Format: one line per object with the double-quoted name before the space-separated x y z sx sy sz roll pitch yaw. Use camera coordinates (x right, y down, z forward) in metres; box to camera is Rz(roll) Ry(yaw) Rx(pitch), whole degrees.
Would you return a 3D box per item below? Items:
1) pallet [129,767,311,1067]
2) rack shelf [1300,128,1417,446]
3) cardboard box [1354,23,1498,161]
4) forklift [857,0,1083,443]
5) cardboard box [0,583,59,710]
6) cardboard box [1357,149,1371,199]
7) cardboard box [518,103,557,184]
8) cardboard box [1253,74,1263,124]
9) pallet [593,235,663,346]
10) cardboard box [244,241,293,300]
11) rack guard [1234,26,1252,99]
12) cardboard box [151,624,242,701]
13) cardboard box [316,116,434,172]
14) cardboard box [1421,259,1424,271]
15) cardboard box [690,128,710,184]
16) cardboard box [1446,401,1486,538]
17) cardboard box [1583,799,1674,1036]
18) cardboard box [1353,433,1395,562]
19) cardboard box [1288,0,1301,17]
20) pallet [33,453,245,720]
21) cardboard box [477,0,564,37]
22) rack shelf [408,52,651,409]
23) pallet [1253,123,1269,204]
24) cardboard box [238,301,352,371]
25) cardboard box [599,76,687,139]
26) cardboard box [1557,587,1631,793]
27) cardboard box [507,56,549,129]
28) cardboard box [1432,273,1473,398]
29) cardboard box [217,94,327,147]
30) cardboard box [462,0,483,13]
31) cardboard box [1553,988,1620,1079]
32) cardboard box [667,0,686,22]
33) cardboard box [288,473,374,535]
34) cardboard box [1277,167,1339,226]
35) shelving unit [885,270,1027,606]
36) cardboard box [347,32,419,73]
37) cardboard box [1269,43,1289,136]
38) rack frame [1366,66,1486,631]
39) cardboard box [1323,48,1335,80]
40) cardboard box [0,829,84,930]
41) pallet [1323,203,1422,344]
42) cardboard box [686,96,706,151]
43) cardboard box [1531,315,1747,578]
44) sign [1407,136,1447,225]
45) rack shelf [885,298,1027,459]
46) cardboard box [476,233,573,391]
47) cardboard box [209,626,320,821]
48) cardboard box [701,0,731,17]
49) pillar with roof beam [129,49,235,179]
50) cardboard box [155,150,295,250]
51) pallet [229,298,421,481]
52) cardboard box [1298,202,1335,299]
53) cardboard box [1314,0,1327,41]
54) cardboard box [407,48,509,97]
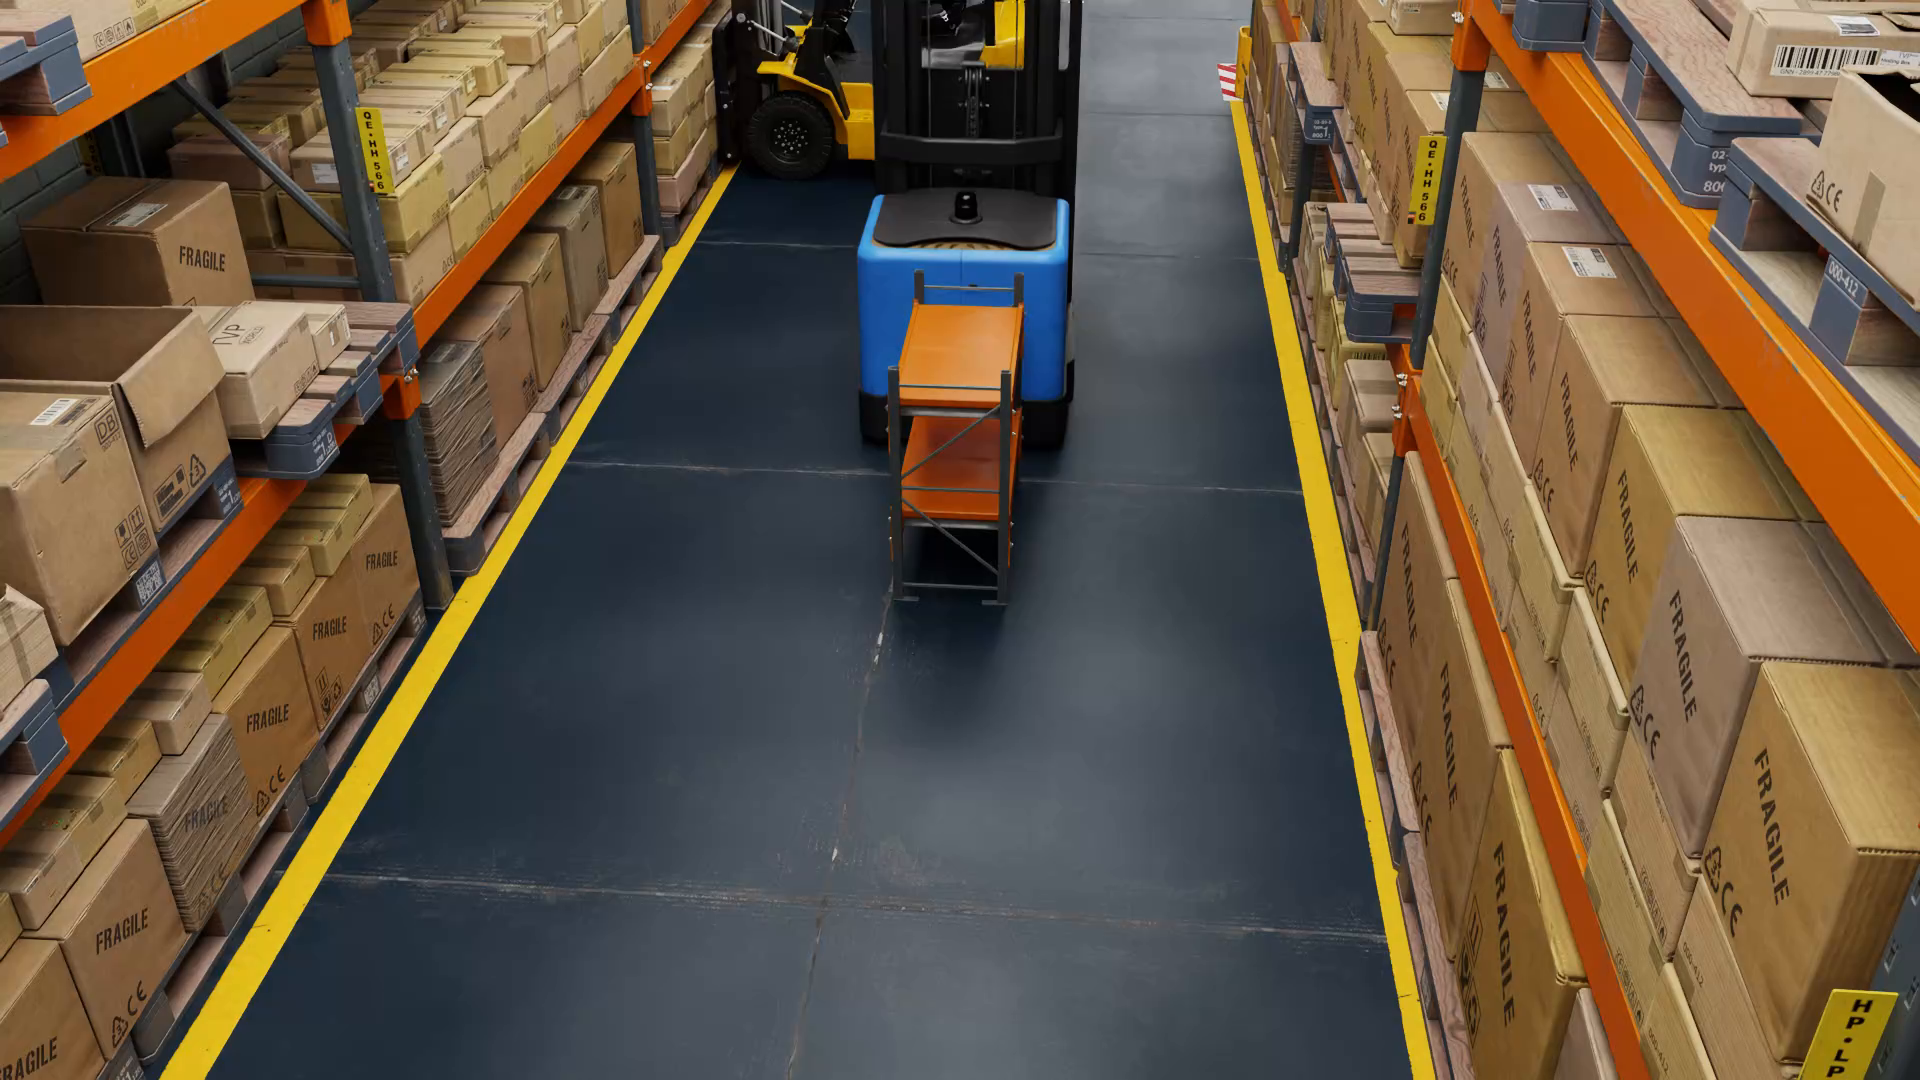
"pallet" -2.935 1.197 5.607 1.003 0.211 1.213 2 32 4
"rack shelf" 2.376 -1.545 8.084 1.077 0.370 4.000 2 32 4
"cardboard box" 2.044 -1.938 7.256 0.500 0.500 0.500 0 32 1
"forklift" 0.102 -2.481 8.982 1.130 2.935 3.031 2 32 3
"cardboard box" -2.564 0.244 4.222 0.396 0.266 0.258 4 32 6
"cardboard box" 1.968 -1.612 7.345 0.380 0.149 0.250 3 32 5
"cardboard box" -2.330 -1.977 8.242 0.500 0.250 0.500 3 32 6
"cardboard box" 2.474 -3.320 12.499 0.500 0.250 0.500 4 32 6
"pallet" -2.430 -1.533 10.037 1.003 0.211 1.213 2 32 4
"cardboard box" -2.952 -1.198 6.977 0.500 0.250 0.500 2 32 3
"rack guard" 2.859 -3.885 13.577 1.175 0.500 0.348 2 32 4
"cardboard box" -2.665 0.409 5.591 0.380 0.149 0.250 2 32 3
"cardboard box" -2.394 -1.628 6.819 0.380 0.149 0.250 3 32 5
"cardboard box" 2.006 -1.059 6.448 0.380 0.149 0.250 4 32 6
"cardboard box" -2.013 -2.620 11.363 0.500 0.250 0.500 2 32 3
"cardboard box" 1.899 -0.227 5.403 0.500 0.250 0.500 2 32 3
"cardboard box" 1.716 0.838 3.673 0.500 0.250 0.500 2 32 3
"cardboard box" 2.269 -0.161 7.256 0.950 0.372 0.625 0 32 1
"cardboard box" 2.341 -3.503 10.814 0.380 0.149 0.250 2 32 3
"pallet" -2.888 0.083 4.939 1.003 0.211 1.213 2 32 4
"cardboard box" -2.263 -2.699 8.557 0.380 0.149 0.250 2 32 3
"rack shelf" -2.571 -1.755 8.425 1.077 0.370 4.000 2 32 4
"pallet" 2.655 -2.702 11.934 1.003 0.211 1.213 2 32 4
"cardboard box" -2.405 -0.728 5.911 0.380 0.149 0.250 3 32 5
"cardboard box" -2.056 -2.781 10.670 0.500 0.250 0.500 2 32 3
"cardboard box" 1.751 0.363 3.968 0.500 0.250 0.500 3 32 5
"cardboard box" -2.336 -2.189 8.109 0.500 0.250 0.500 3 32 5
"cardboard box" 1.926 -0.700 5.693 0.500 0.250 0.500 2 32 4
"cardboard box" -2.918 -1.787 7.078 0.380 0.149 0.250 2 32 4
"cardboard box" -2.746 -2.848 8.799 0.380 0.149 0.250 2 32 4
"cardboard box" 1.858 1.684 3.783 0.875 0.875 0.875 3 32 6
"cardboard box" -2.086 -3.644 10.708 0.500 0.500 0.500 3 32 5
"cardboard box" -2.522 -0.137 6.478 0.380 0.149 0.250 1 32 2
"cardboard box" 2.319 -2.226 10.723 0.500 0.250 0.500 4 32 6
"shelving unit" -0.001 -0.475 7.449 0.538 1.125 1.048 2 32 4
"cardboard box" -2.804 -2.317 7.936 0.380 0.149 0.250 3 32 5
"cardboard box" 2.400 -3.078 11.392 0.500 0.500 0.500 4 32 7
"rack frame" 2.213 -0.805 6.198 1.000 3.000 0.127 2 32 4
"cardboard box" 2.150 -2.563 8.889 0.380 0.149 0.250 3 32 5
"cardboard box" -2.744 0.953 4.708 0.380 0.149 0.250 2 32 4
"pallet" 2.165 -1.101 6.860 1.213 0.211 1.003 2 32 4
"cardboard box" -2.022 -2.831 11.229 0.500 0.250 0.500 2 32 4
"cardboard box" 1.797 -0.233 4.220 0.500 0.500 0.500 3 32 5
"sign" 1.672 -1.283 5.945 0.100 0.325 0.005 2 32 4
"rack shelf" -0.001 -0.725 7.296 0.538 0.278 1.000 2 32 4
"cardboard box" -2.570 -1.203 8.706 0.875 0.625 0.625 1 32 2
"cardboard box" -2.645 0.635 5.843 0.500 0.500 0.500 4 32 6
"cardboard box" -1.876 -3.847 12.401 0.500 0.250 0.500 3 32 5
"pillar with roof beam" 0.764 -4.106 5.835 9.100 9.000 0.400 2 32 4
"cardboard box" -2.975 -1.411 6.847 0.500 0.250 0.500 3 32 5
"pallet" -2.719 -0.576 6.009 1.213 0.211 1.003 2 32 4
"cardboard box" 2.499 -1.683 9.726 0.950 0.372 0.625 3 32 5
"cardboard box" 2.215 -3.012 9.000 0.500 0.500 0.500 3 32 5
"cardboard box" -2.320 -2.164 7.688 0.380 0.149 0.250 3 32 5
